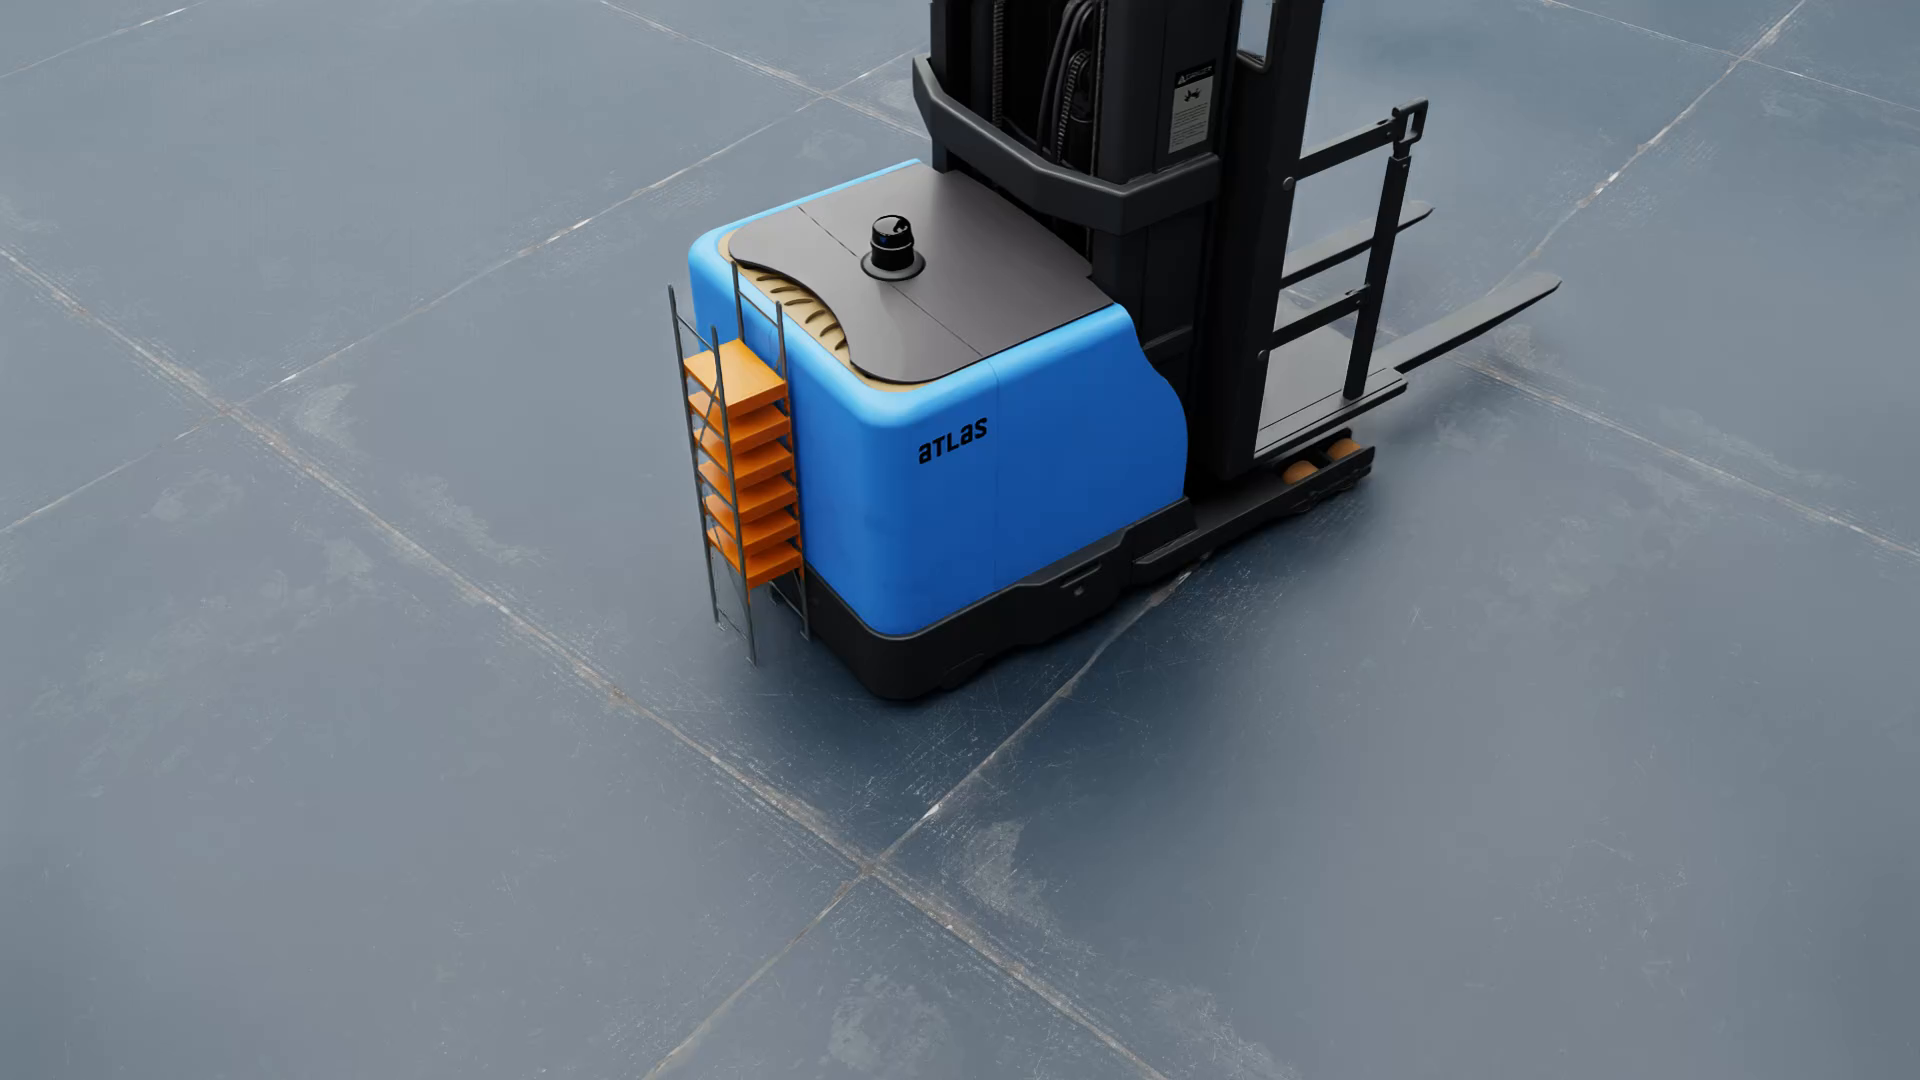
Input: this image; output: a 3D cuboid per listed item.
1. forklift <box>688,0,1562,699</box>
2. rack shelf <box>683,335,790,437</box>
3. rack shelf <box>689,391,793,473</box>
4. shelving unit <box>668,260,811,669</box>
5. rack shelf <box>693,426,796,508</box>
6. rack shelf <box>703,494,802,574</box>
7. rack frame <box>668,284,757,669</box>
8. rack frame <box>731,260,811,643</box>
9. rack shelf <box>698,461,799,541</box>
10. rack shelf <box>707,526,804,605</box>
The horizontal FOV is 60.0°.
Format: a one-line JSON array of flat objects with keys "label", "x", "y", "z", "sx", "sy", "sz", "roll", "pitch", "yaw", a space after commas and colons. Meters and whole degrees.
[{"label": "forklift", "x": 0.729, "y": -1.436, "z": 4.651, "sx": 3.031, "sy": 2.935, "sz": 1.130, "roll": -26, "pitch": 48, "yaw": -26}, {"label": "rack shelf", "x": -0.588, "y": -0.403, "z": 4.332, "sx": 0.180, "sy": 0.103, "sz": 0.258, "roll": -26, "pitch": 48, "yaw": -26}, {"label": "rack shelf", "x": -0.588, "y": -0.314, "z": 4.413, "sx": 0.180, "sy": 0.103, "sz": 0.258, "roll": -26, "pitch": 48, "yaw": -26}, {"label": "shelving unit", "x": -0.588, "y": -0.169, "z": 4.544, "sx": 0.189, "sy": 1.200, "sz": 0.258, "roll": -26, "pitch": 48, "yaw": -26}, {"label": "rack shelf", "x": -0.588, "y": -0.225, "z": 4.494, "sx": 0.180, "sy": 0.103, "sz": 0.258, "roll": -26, "pitch": 48, "yaw": -26}, {"label": "rack shelf", "x": -0.588, "y": -0.048, "z": 4.655, "sx": 0.180, "sy": 0.103, "sz": 0.258, "roll": -26, "pitch": 48, "yaw": -26}, {"label": "rack frame", "x": -0.662, "y": -0.133, "z": 4.505, "sx": 0.006, "sy": 1.200, "sz": 0.240, "roll": -26, "pitch": 48, "yaw": -26}, {"label": "rack frame", "x": -0.513, "y": -0.205, "z": 4.584, "sx": 0.006, "sy": 1.200, "sz": 0.240, "roll": -26, "pitch": 48, "yaw": -26}, {"label": "rack shelf", "x": -0.588, "y": -0.137, "z": 4.574, "sx": 0.180, "sy": 0.103, "sz": 0.258, "roll": -26, "pitch": 48, "yaw": -26}, {"label": "rack shelf", "x": -0.588, "y": 0.041, "z": 4.736, "sx": 0.180, "sy": 0.103, "sz": 0.258, "roll": -26, "pitch": 48, "yaw": -26}]
